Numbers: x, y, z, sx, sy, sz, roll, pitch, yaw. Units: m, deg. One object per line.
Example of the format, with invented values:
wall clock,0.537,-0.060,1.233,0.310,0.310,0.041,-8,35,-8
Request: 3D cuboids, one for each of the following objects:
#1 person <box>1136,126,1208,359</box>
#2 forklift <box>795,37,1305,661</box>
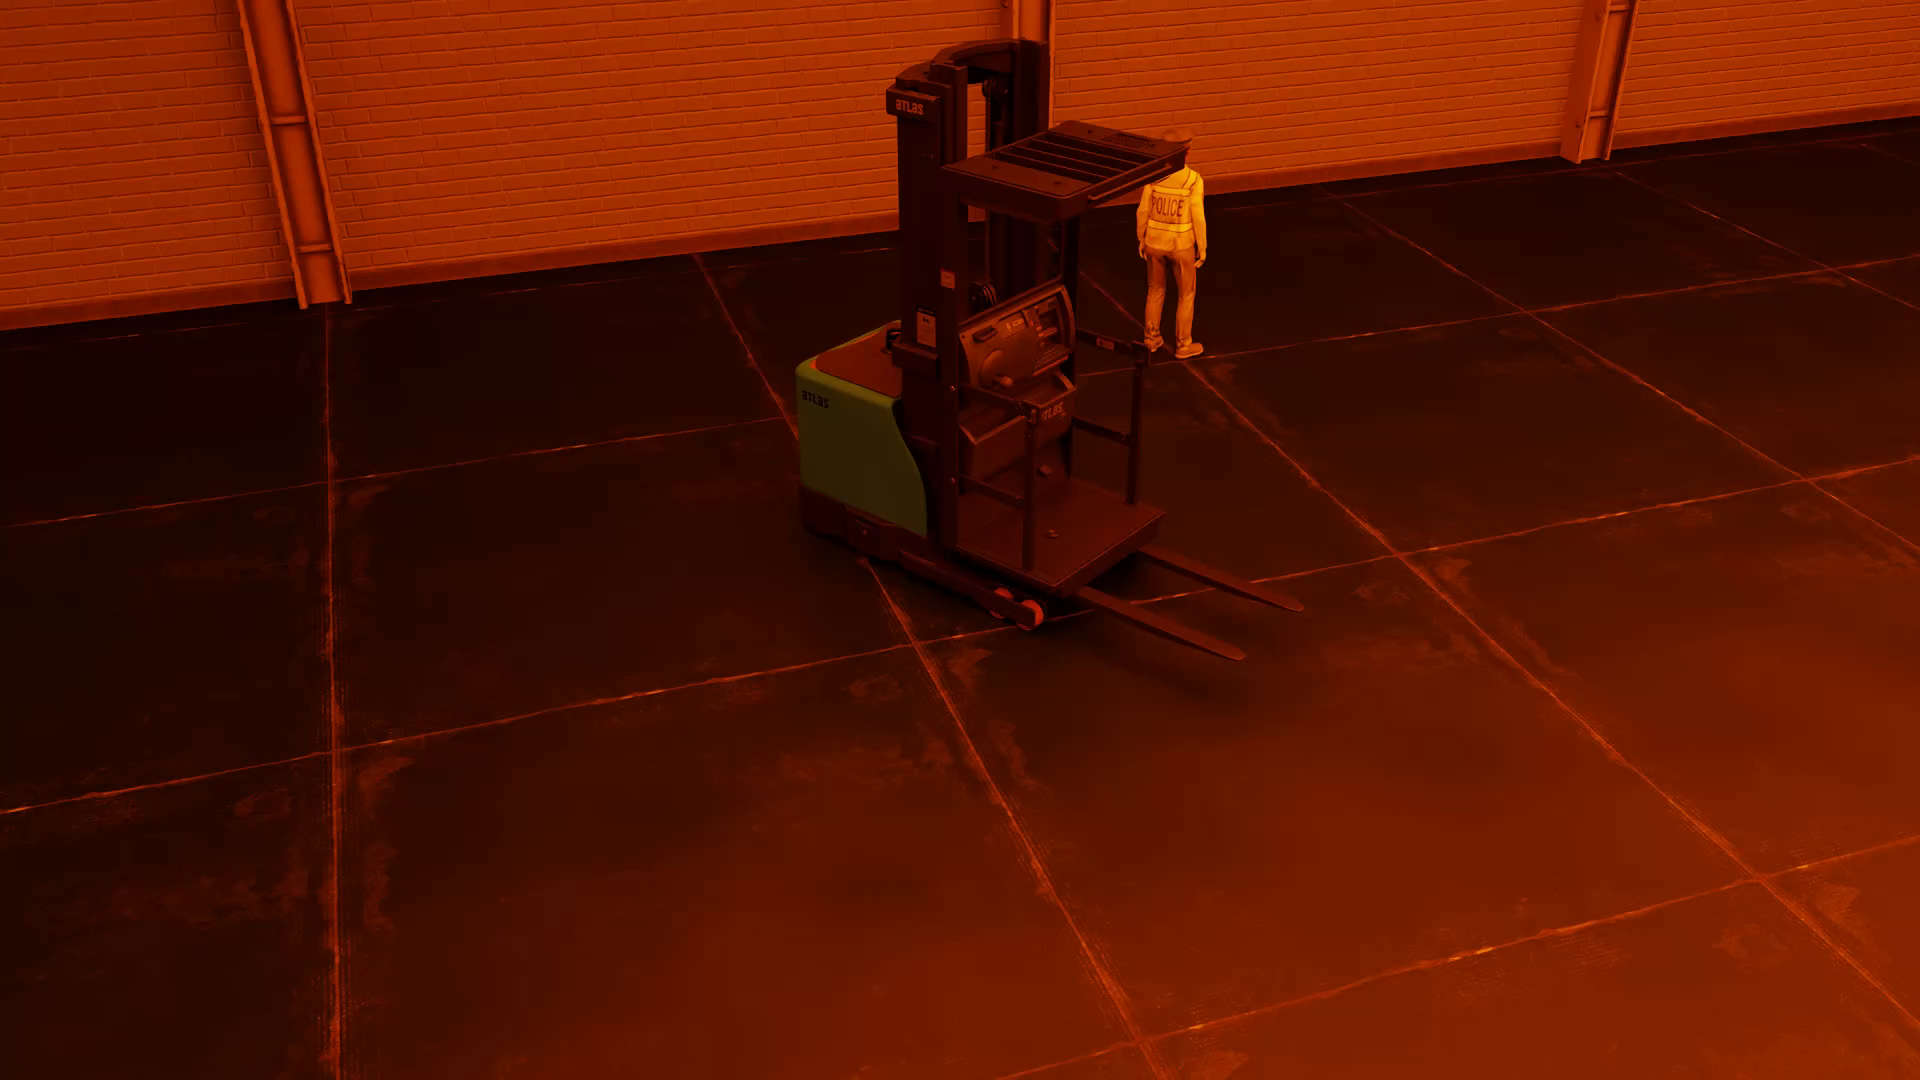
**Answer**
person,1.538,-2.142,12.084,0.539,1.663,0.377,15,33,25
forklift,0.481,-1.071,8.949,3.031,2.935,1.130,23,37,34
